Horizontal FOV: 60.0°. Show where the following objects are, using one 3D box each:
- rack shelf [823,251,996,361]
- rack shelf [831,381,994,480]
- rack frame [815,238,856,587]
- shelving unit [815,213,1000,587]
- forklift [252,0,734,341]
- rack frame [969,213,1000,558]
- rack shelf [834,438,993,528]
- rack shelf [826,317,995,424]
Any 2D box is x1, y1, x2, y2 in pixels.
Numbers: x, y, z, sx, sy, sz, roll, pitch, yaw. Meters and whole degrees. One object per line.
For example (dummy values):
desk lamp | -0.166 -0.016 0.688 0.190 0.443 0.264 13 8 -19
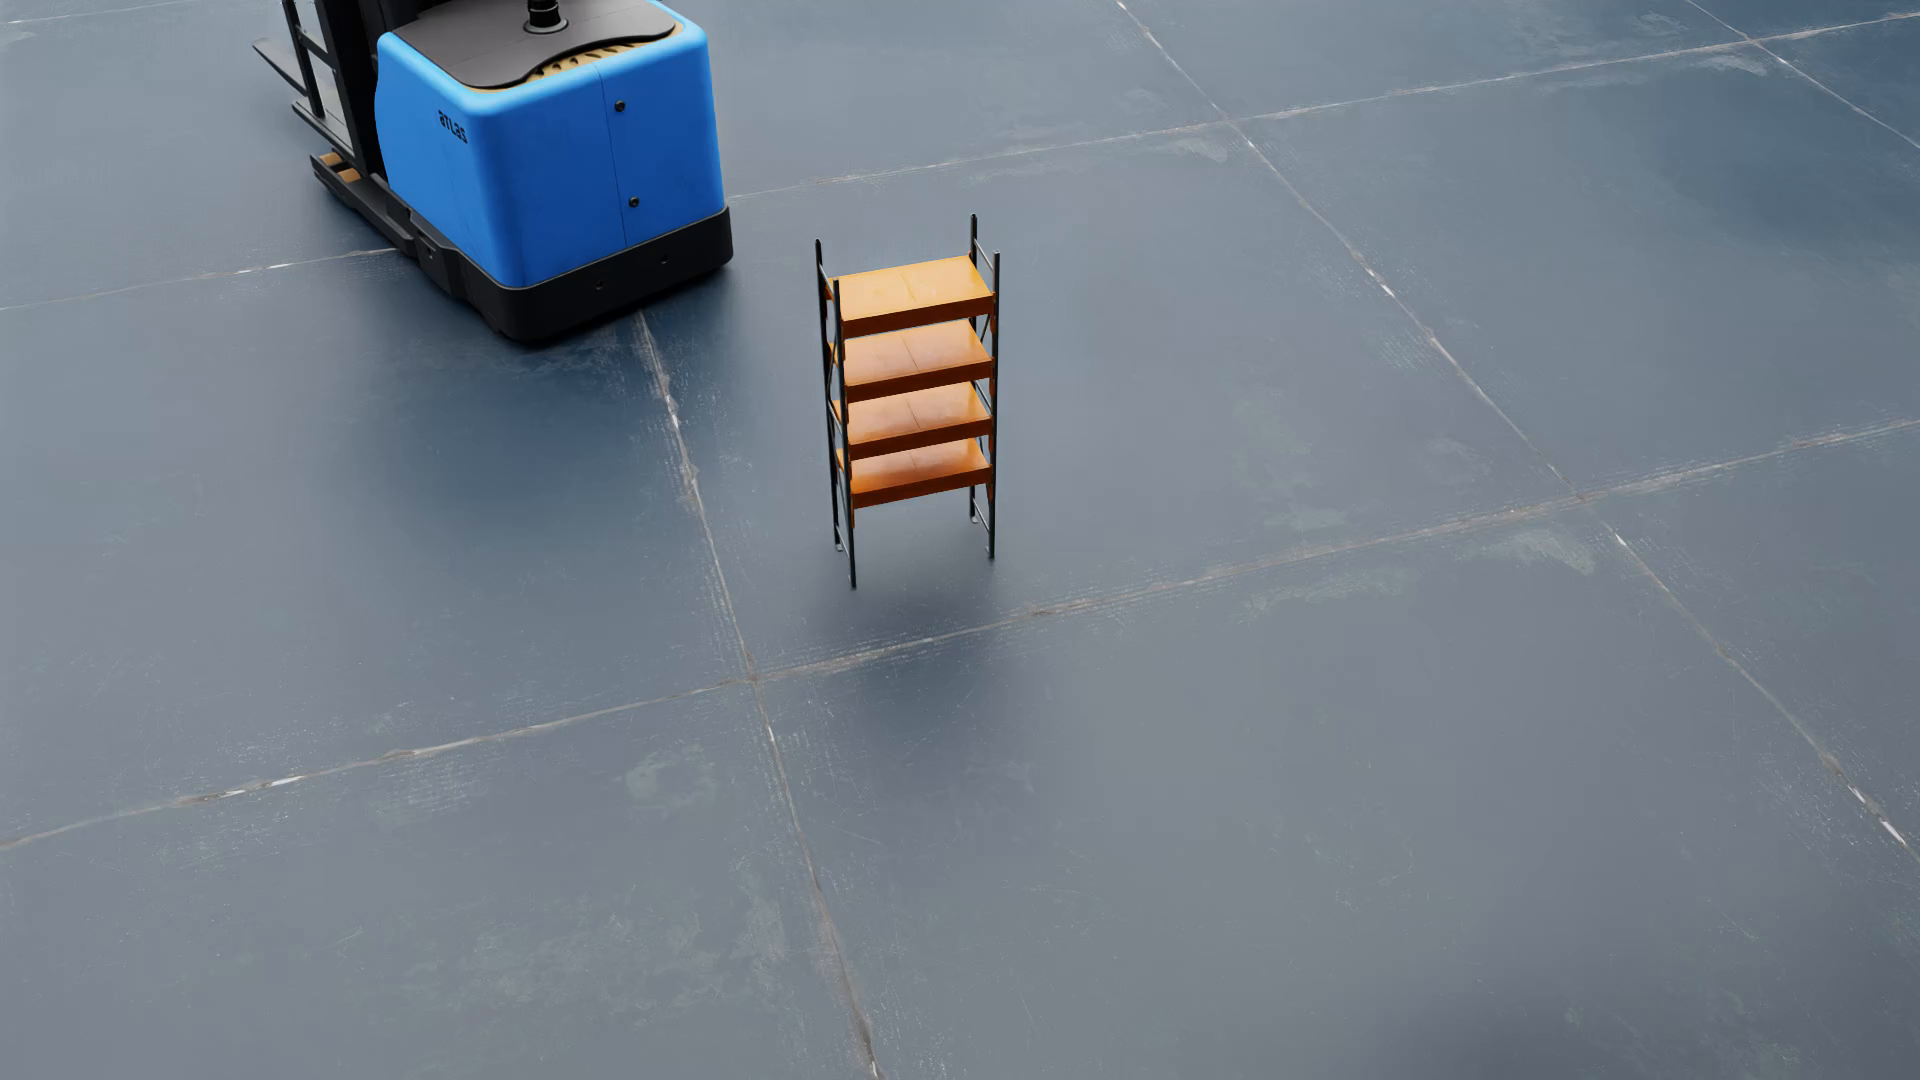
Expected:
rack shelf | -0.158 -0.715 5.059 0.480 0.148 0.258 -12 42 -13
rack shelf | -0.158 -0.368 5.362 0.480 0.148 0.258 -12 42 -13
rack frame | -0.391 -0.371 5.263 0.015 1.200 0.240 -12 42 -13
shelving unit | -0.158 -0.419 5.318 0.503 1.200 0.258 -12 42 -13
forklift | -2.285 -2.787 6.712 1.130 2.935 3.031 -29 49 -29
rack frame | 0.075 -0.467 5.373 0.015 1.200 0.240 -12 42 -13
rack shelf | -0.158 -0.219 5.493 0.480 0.148 0.258 -12 42 -13
rack shelf | -0.158 -0.537 5.215 0.480 0.148 0.258 -12 42 -13
